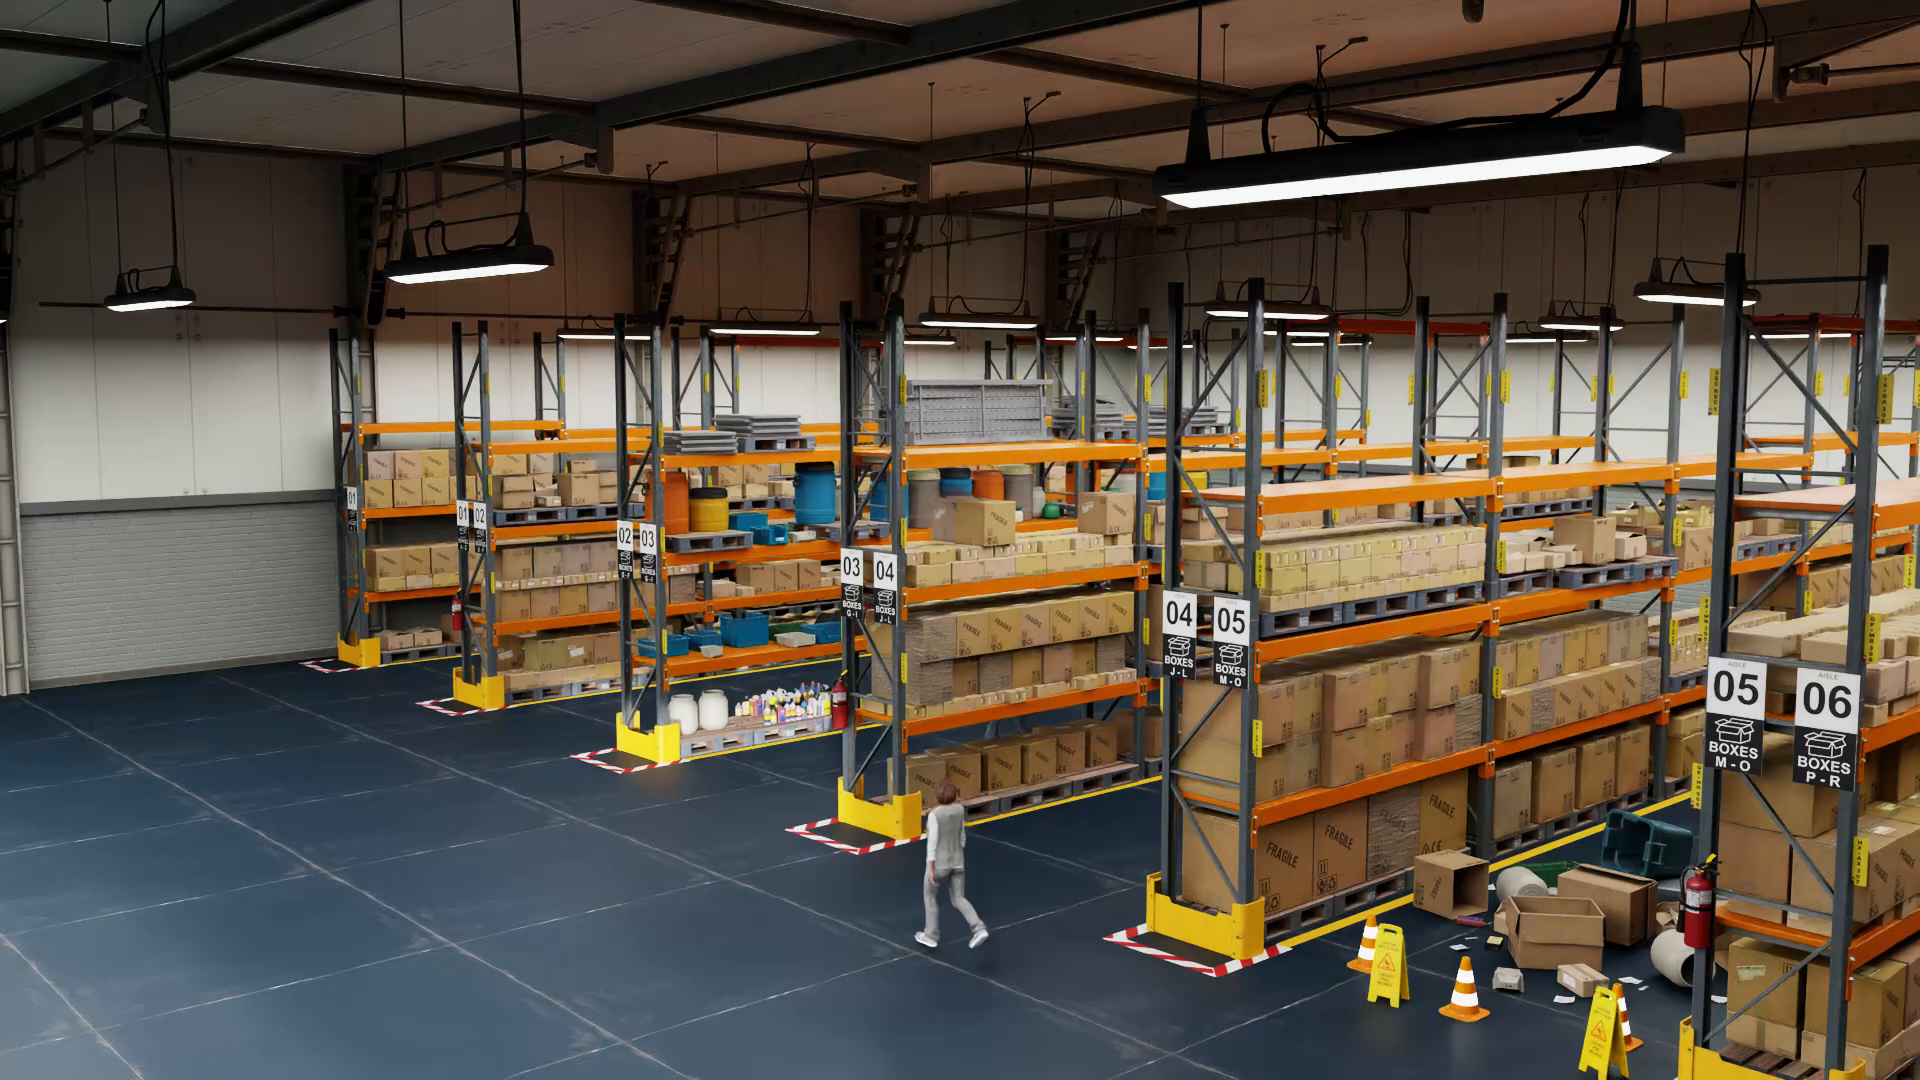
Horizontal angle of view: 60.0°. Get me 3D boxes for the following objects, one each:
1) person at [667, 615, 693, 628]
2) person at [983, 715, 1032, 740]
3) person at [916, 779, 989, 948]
[{"bbox_3d":[-5.527,1.096,32.448,0.724,1.748,0.748,5,8,41],"label":"person"},{"bbox_3d":[0.578,2.087,22.281,1.050,1.699,0.656,-5,7,-39],"label":"person"},{"bbox_3d":[-0.099,2.909,14.851,0.416,1.558,0.847,-5,7,-39],"label":"person"}]
